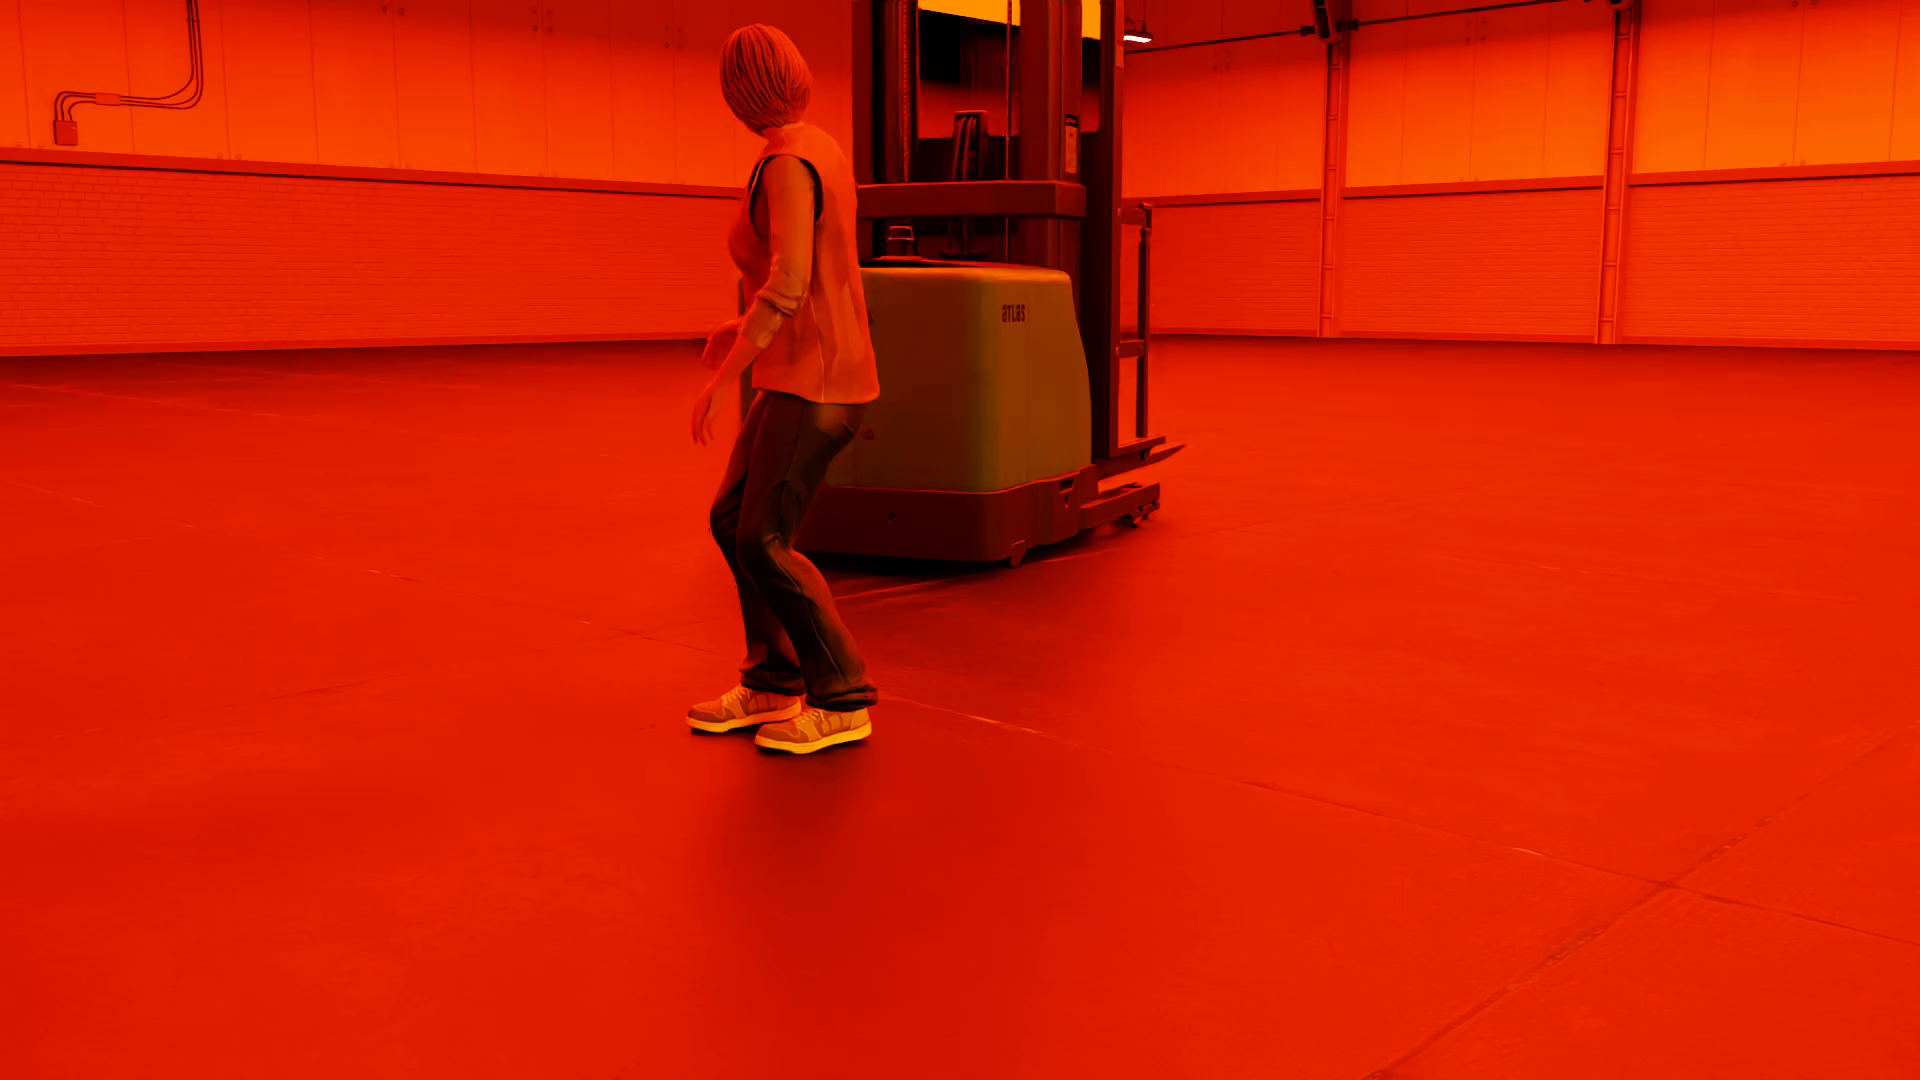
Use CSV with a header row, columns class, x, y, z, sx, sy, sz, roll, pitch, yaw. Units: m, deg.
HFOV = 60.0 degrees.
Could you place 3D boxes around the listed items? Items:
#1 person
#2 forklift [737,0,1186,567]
class,x,y,z,sx,sy,sz,roll,pitch,yaw
person,-0.397,-0.311,3.622,0.449,1.557,0.632,-1,9,-6
forklift,0.235,-1.534,7.062,1.130,2.935,3.031,4,9,23
